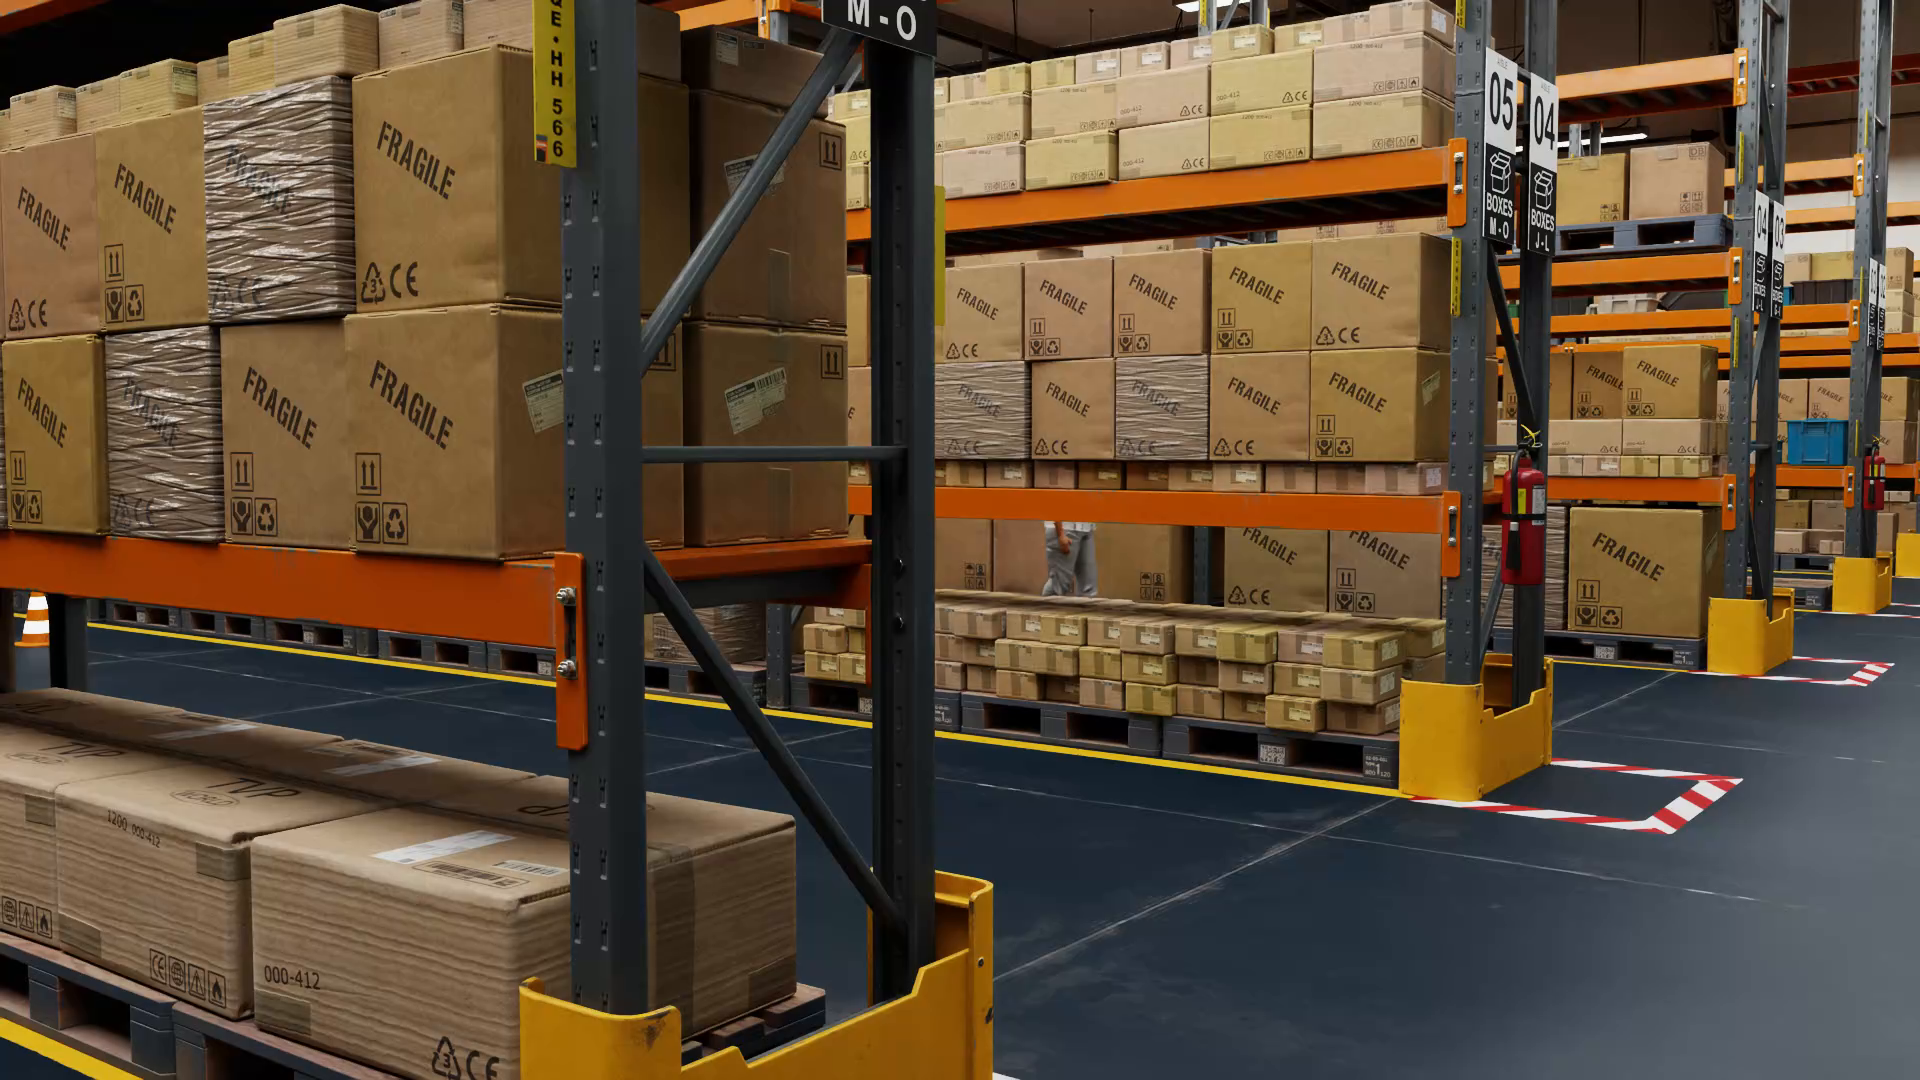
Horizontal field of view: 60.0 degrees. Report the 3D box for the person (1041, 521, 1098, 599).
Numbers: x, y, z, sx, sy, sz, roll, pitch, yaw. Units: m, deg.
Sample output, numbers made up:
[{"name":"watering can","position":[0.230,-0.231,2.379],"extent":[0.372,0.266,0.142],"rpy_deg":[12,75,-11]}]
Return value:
[{"name":"person","position":[0.908,-0.039,12.838],"extent":[0.583,1.673,0.487],"rpy_deg":[2,4,29]}]
